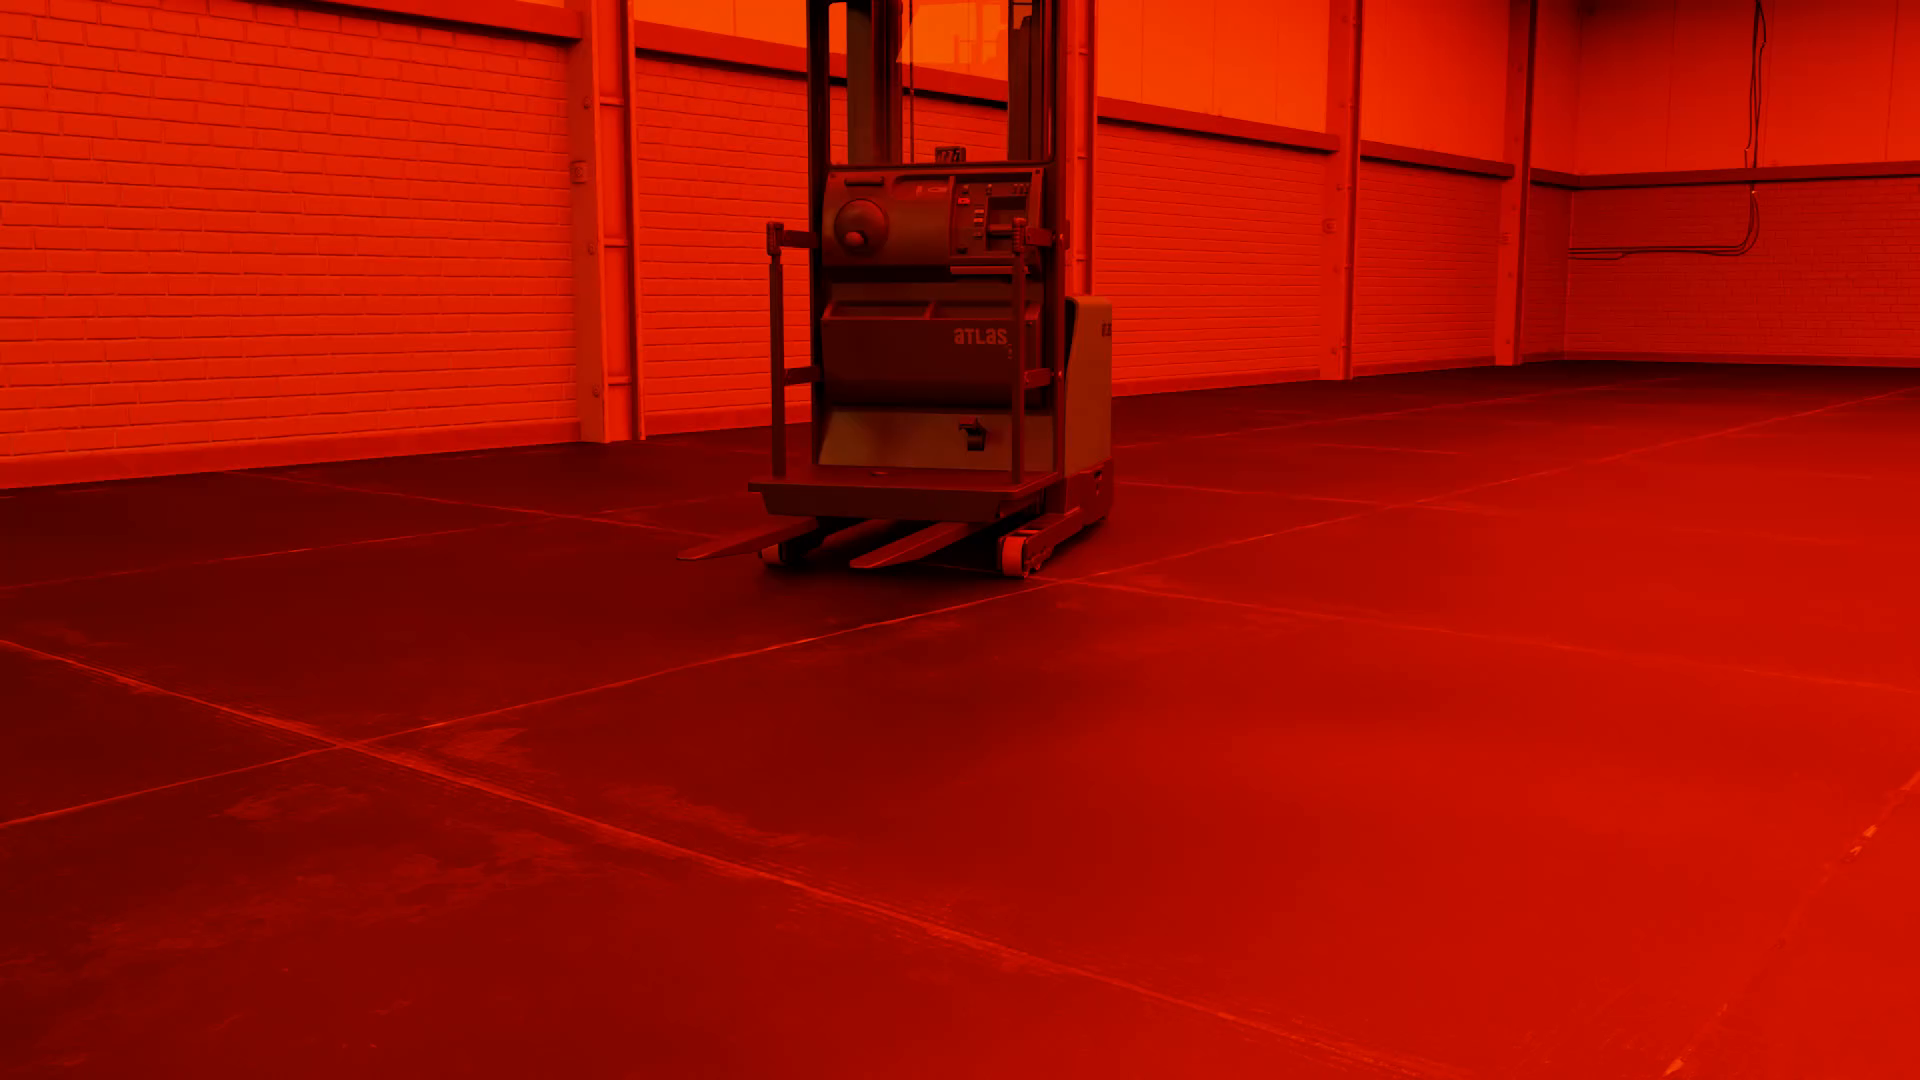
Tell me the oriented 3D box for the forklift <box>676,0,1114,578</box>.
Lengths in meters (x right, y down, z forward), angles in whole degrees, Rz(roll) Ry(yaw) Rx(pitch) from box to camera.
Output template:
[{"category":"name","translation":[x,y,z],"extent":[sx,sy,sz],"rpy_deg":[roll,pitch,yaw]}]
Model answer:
[{"category":"forklift","translation":[-0.176,-1.366,6.616],"extent":[1.130,2.935,3.031],"rpy_deg":[3,9,17]}]
